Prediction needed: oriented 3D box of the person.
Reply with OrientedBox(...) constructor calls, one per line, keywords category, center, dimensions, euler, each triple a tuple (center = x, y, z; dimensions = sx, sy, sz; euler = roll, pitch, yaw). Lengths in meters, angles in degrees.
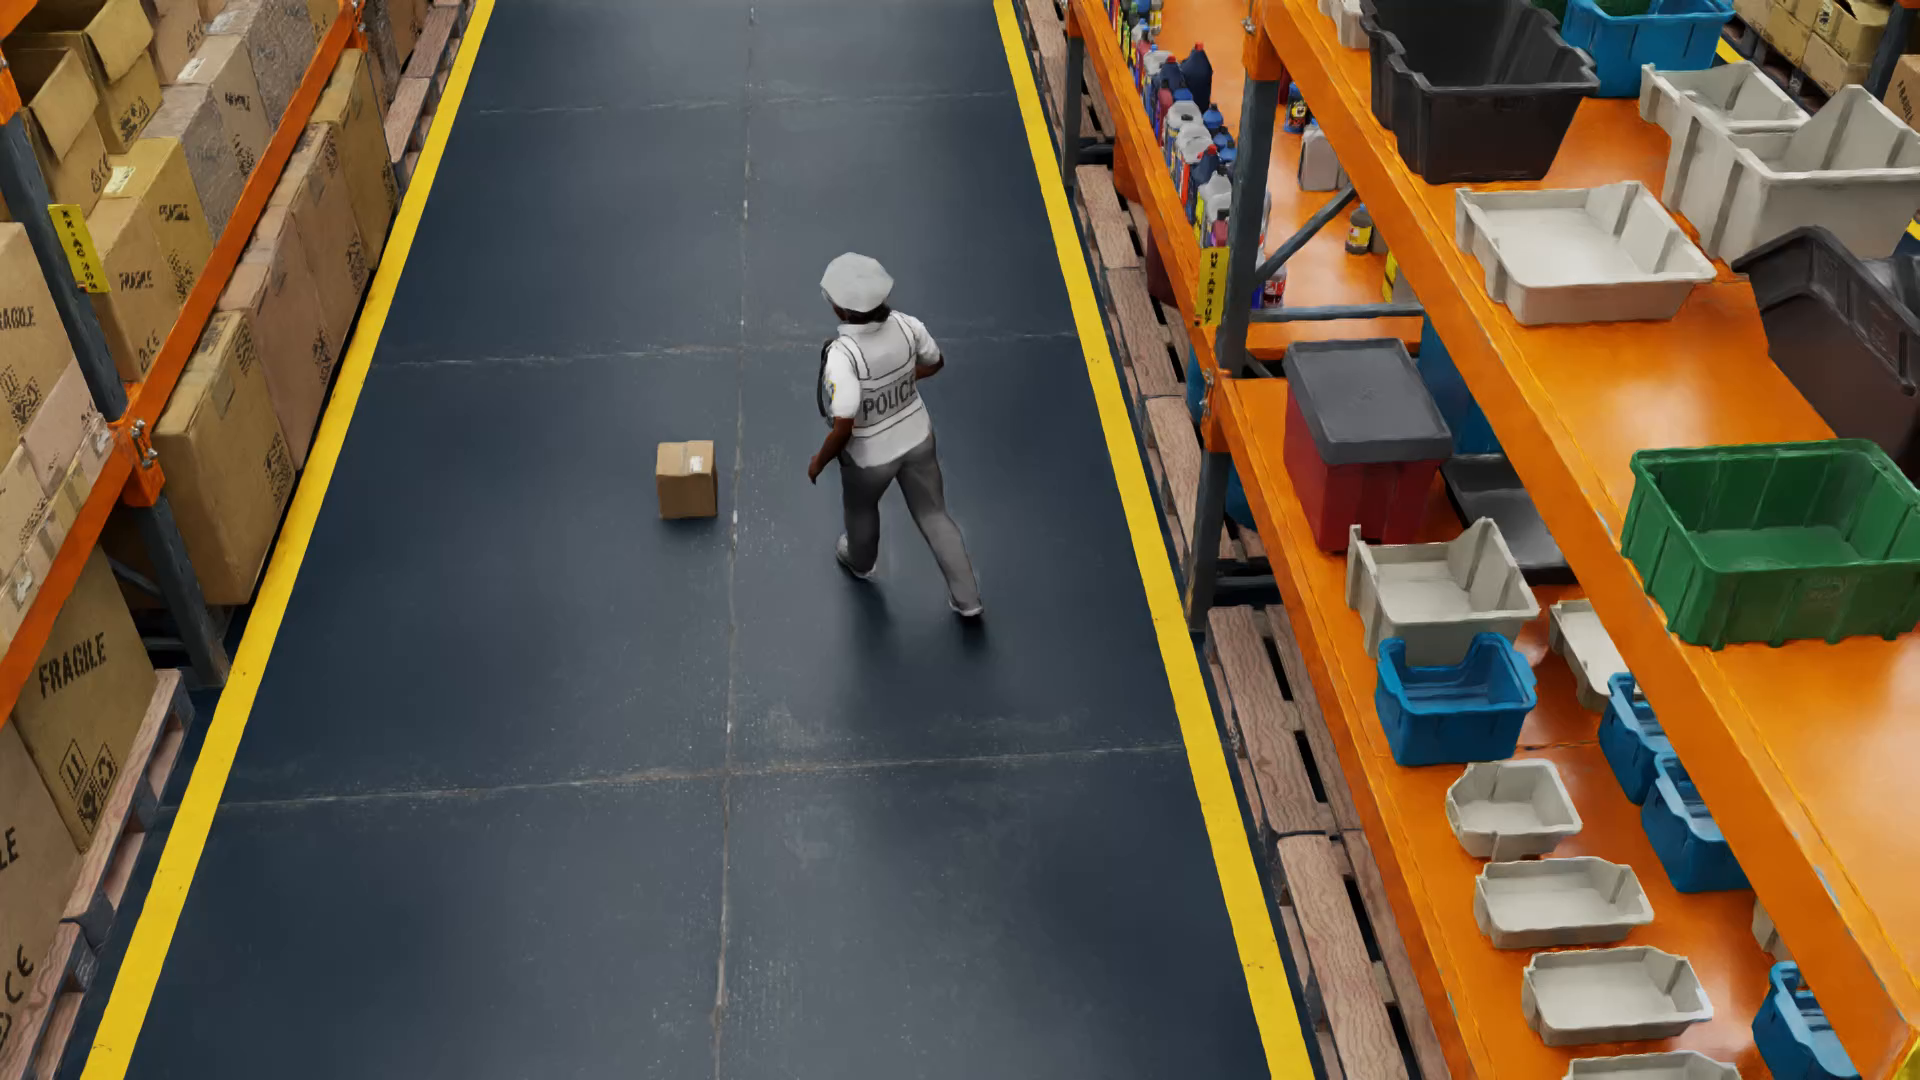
OrientedBox(category="person", center=(-0.334, -0.386, 6.578), dimensions=(0.634, 1.663, 0.842), euler=(-26, 46, -28))
